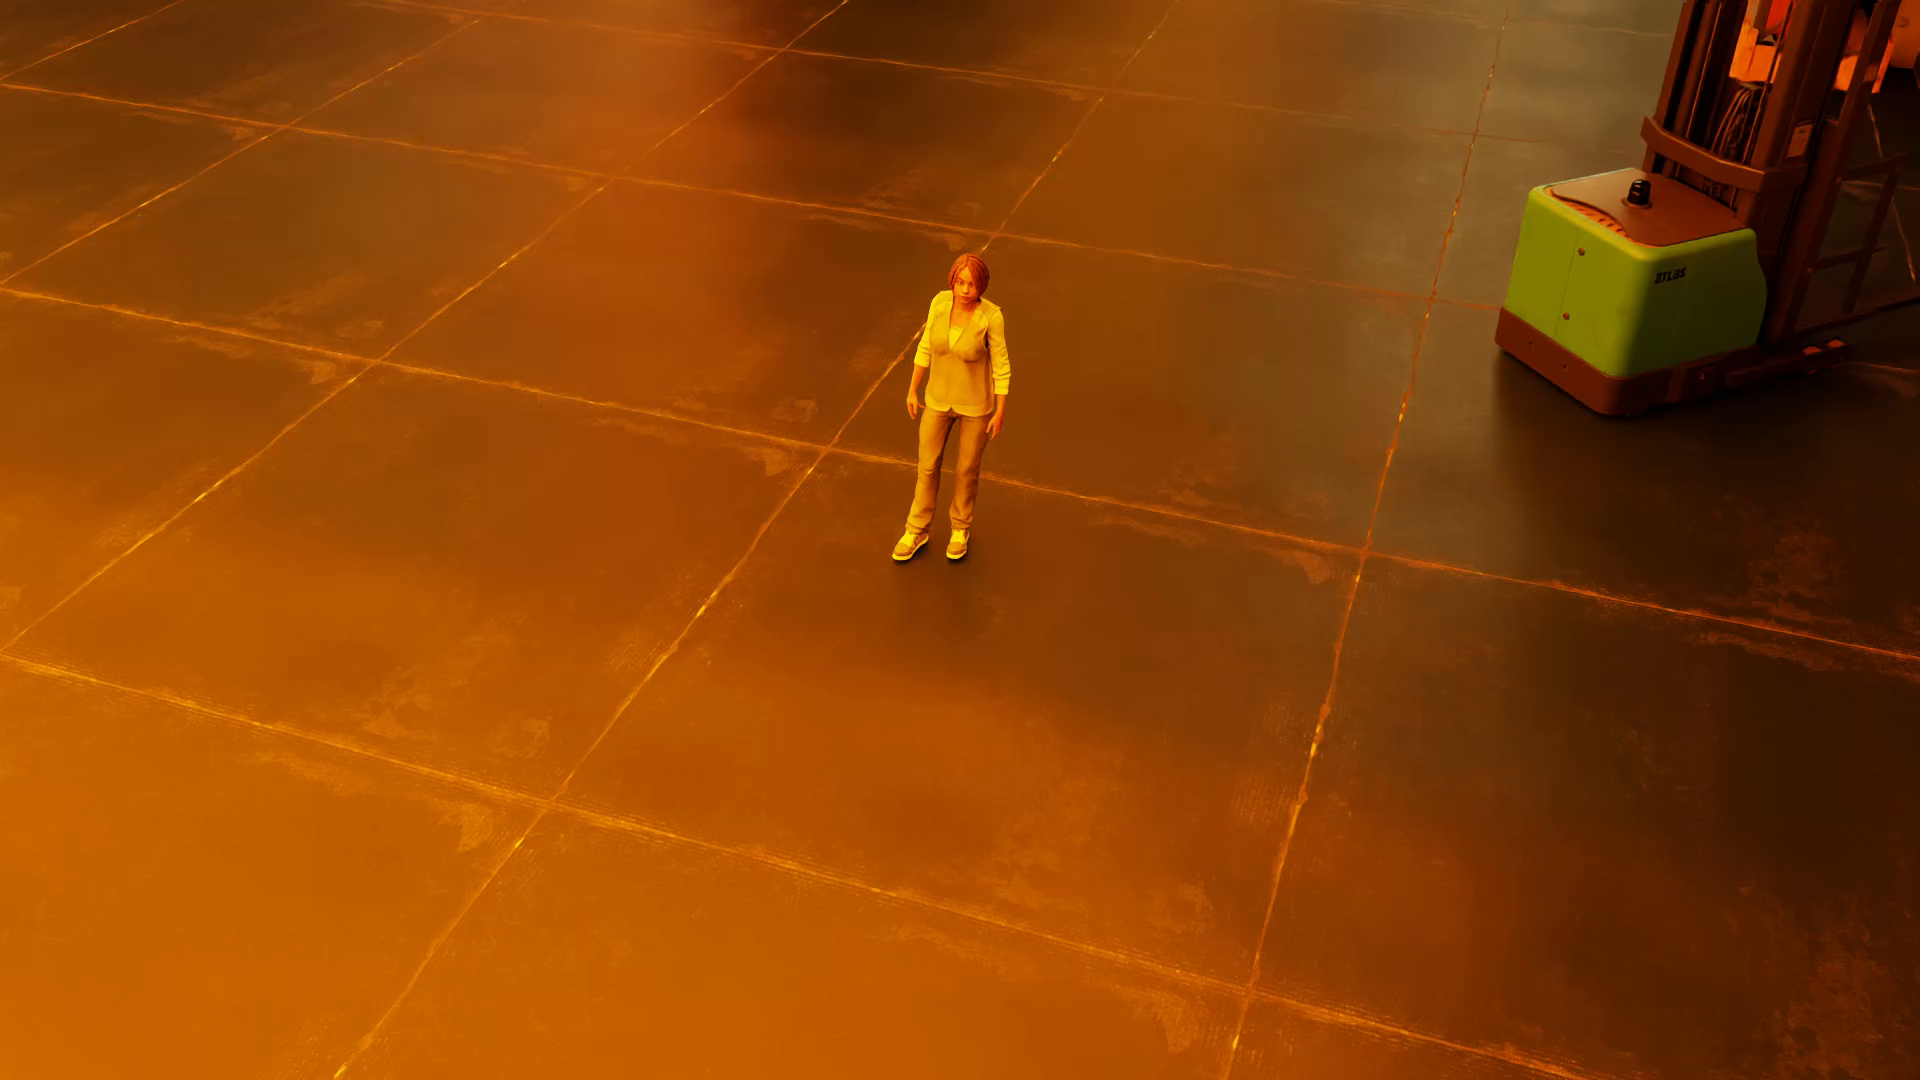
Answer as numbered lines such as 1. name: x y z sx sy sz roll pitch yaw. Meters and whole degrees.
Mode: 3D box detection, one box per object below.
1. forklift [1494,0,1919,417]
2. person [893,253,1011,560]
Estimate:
1. forklift: 4.858 -2.462 9.584 3.031 2.935 1.130 -14 38 -19
2. person: -0.038 -0.620 8.126 0.520 1.597 0.475 12 37 16
